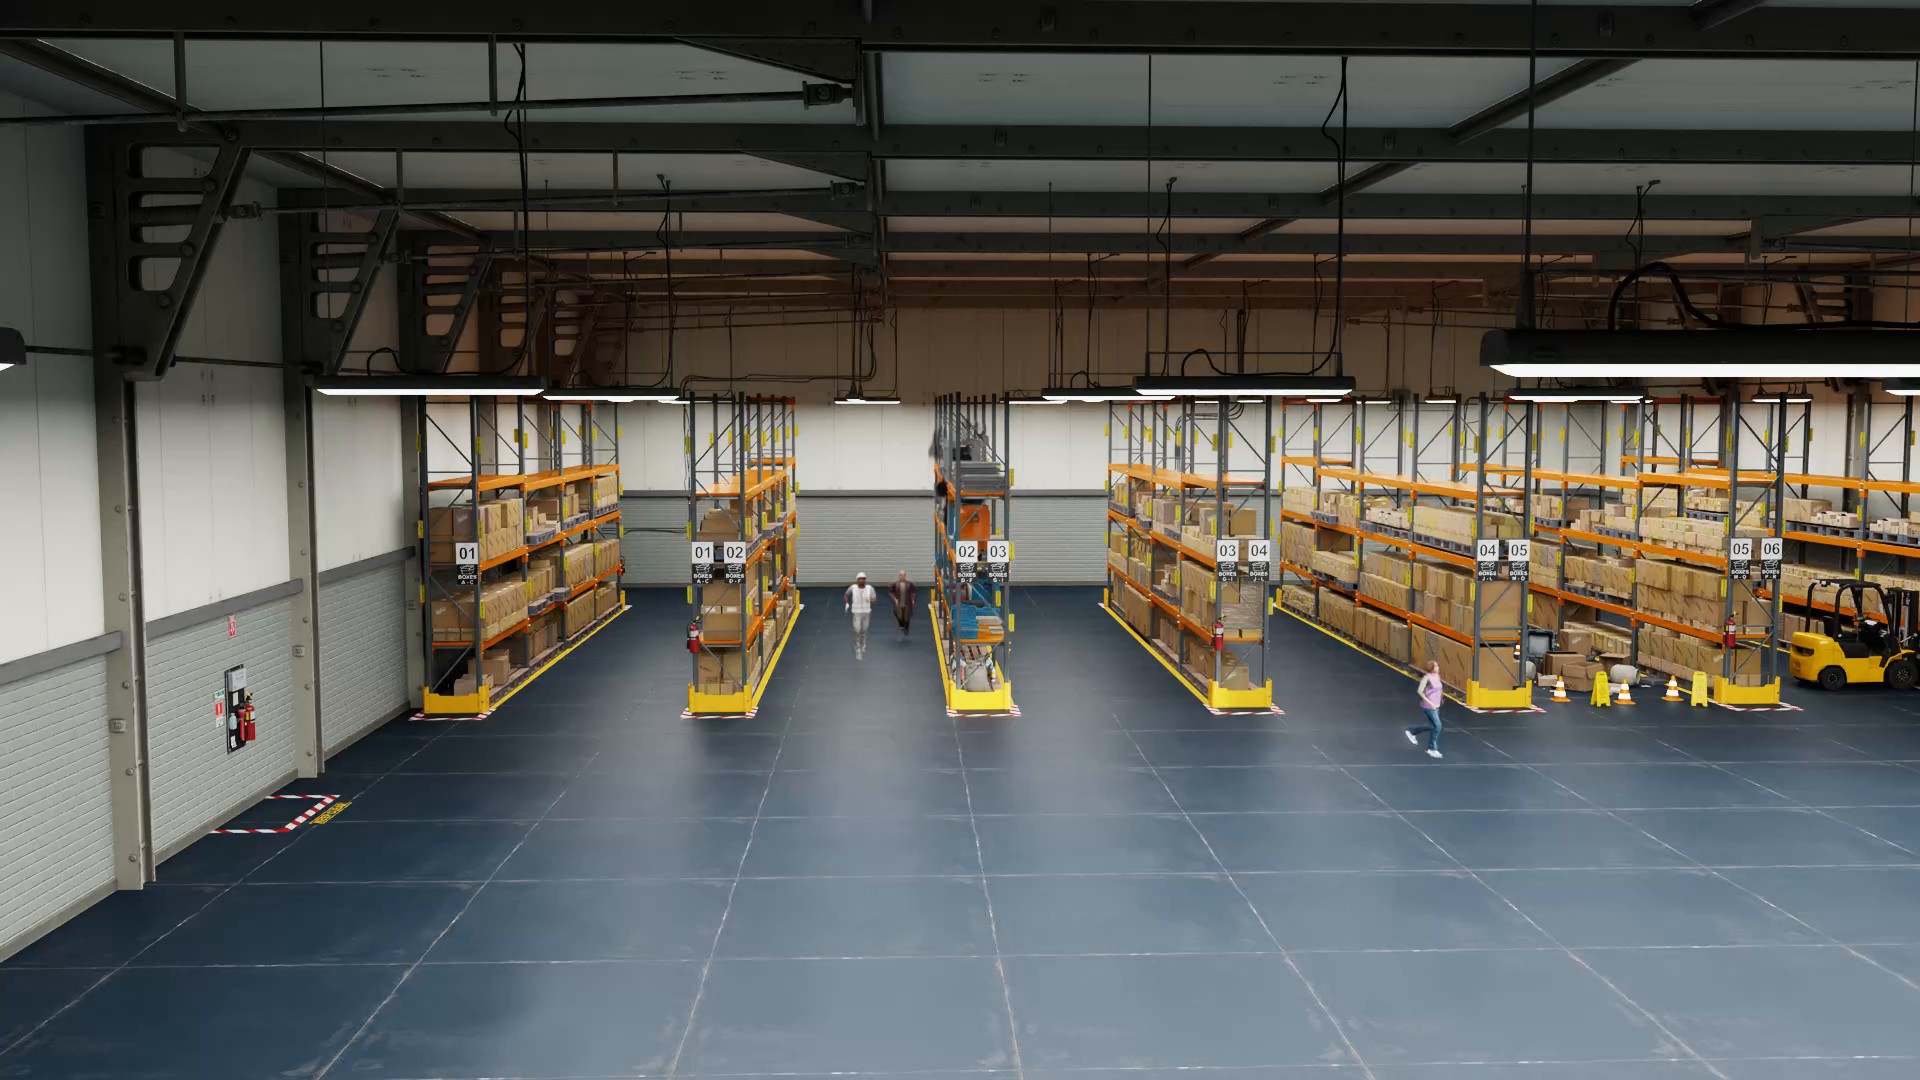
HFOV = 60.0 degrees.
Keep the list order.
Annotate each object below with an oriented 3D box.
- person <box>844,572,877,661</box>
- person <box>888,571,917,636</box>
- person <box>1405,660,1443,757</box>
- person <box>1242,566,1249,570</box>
[{"bbox_3d":[-2.153,1.654,36.276,0.662,1.899,0.753,-1,5,-15],"label":"person"},{"bbox_3d":[-1.403,1.559,40.560,0.712,1.623,0.716,0,5,-3],"label":"person"},{"bbox_3d":[7.663,2.753,27.385,0.659,1.602,0.555,4,6,41],"label":"person"},{"bbox_3d":[7.382,1.340,43.506,0.656,1.714,0.939,-1,5,-8],"label":"person"}]
